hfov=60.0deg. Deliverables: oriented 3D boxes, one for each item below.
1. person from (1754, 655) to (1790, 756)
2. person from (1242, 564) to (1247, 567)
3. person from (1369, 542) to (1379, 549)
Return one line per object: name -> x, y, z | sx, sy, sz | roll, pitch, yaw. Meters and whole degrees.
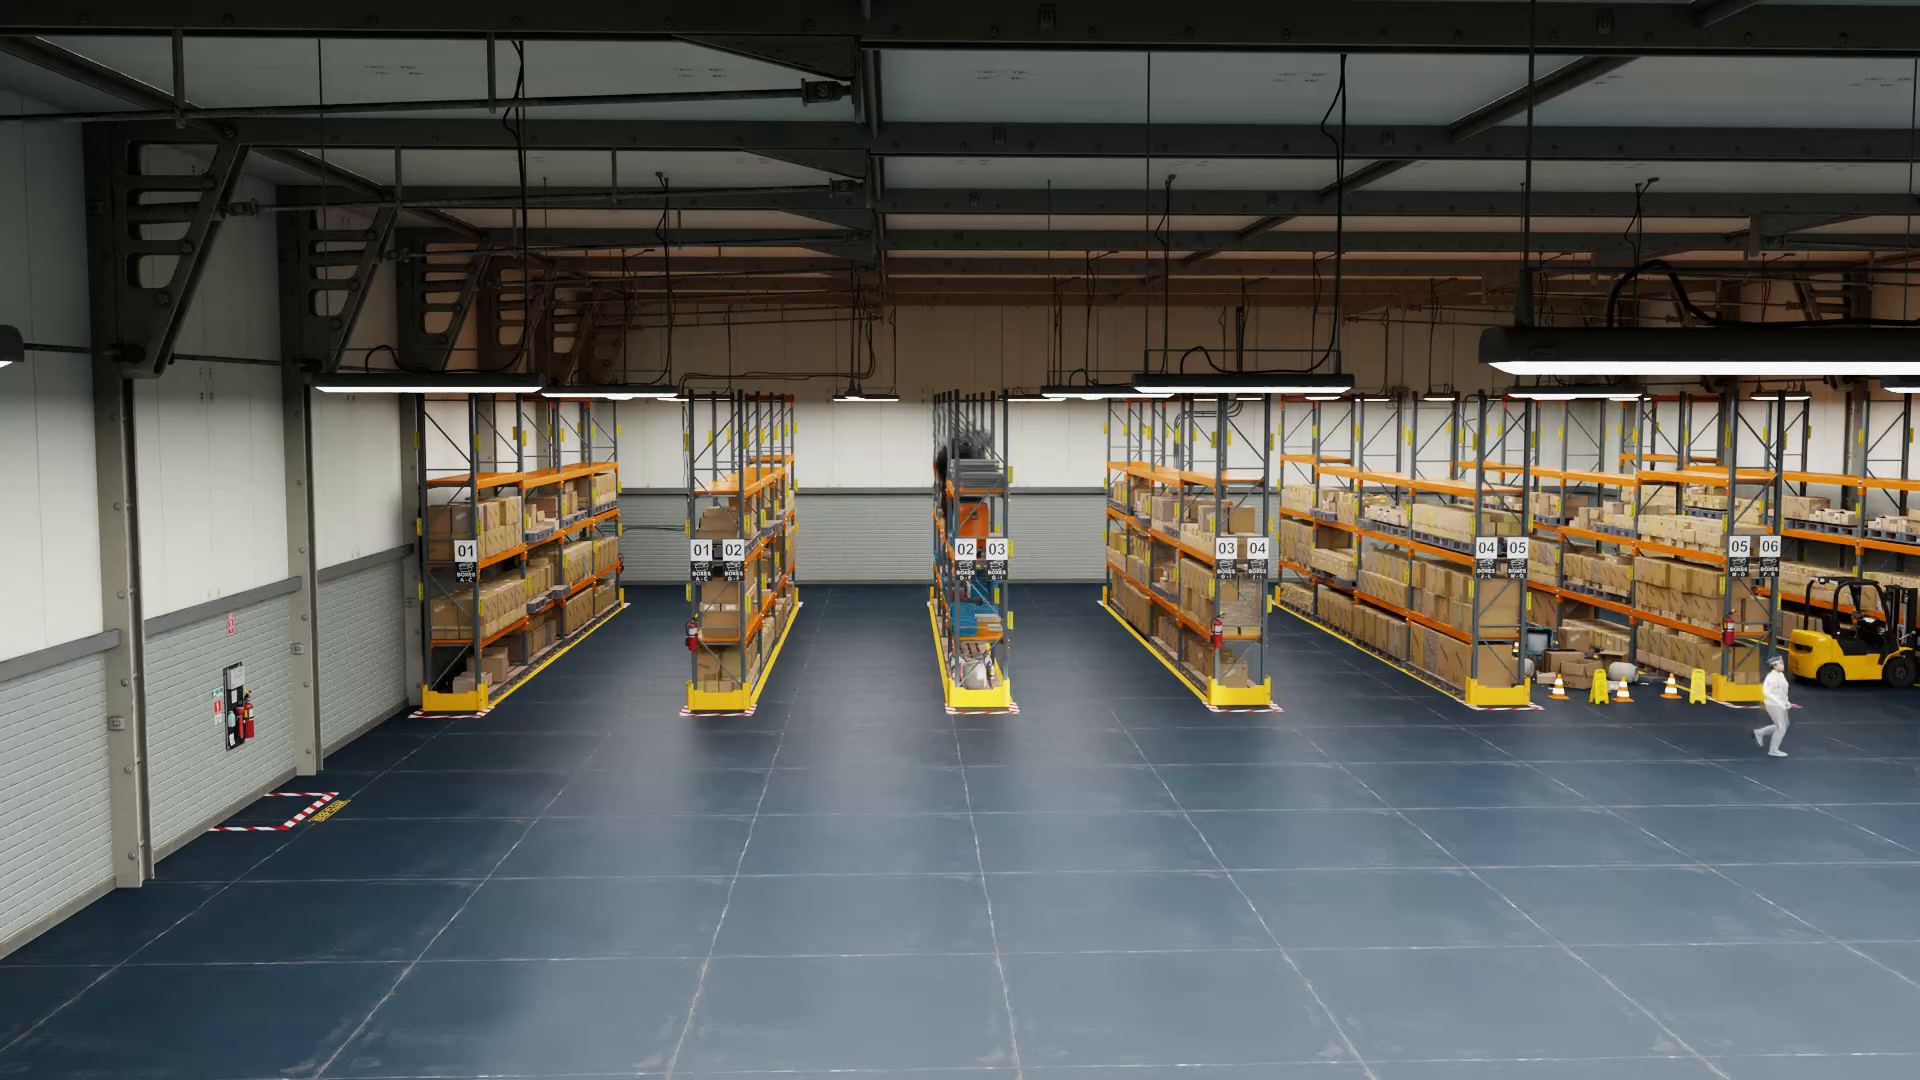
person -> 13.244, 2.683, 27.121 | 0.667, 1.643, 0.585 | -4, 6, -43
person -> 7.918, 1.115, 45.452 | 0.693, 1.789, 1.024 | 0, 5, -2
person -> 12.223, 0.879, 49.193 | 0.701, 1.650, 0.646 | 0, 5, 3
